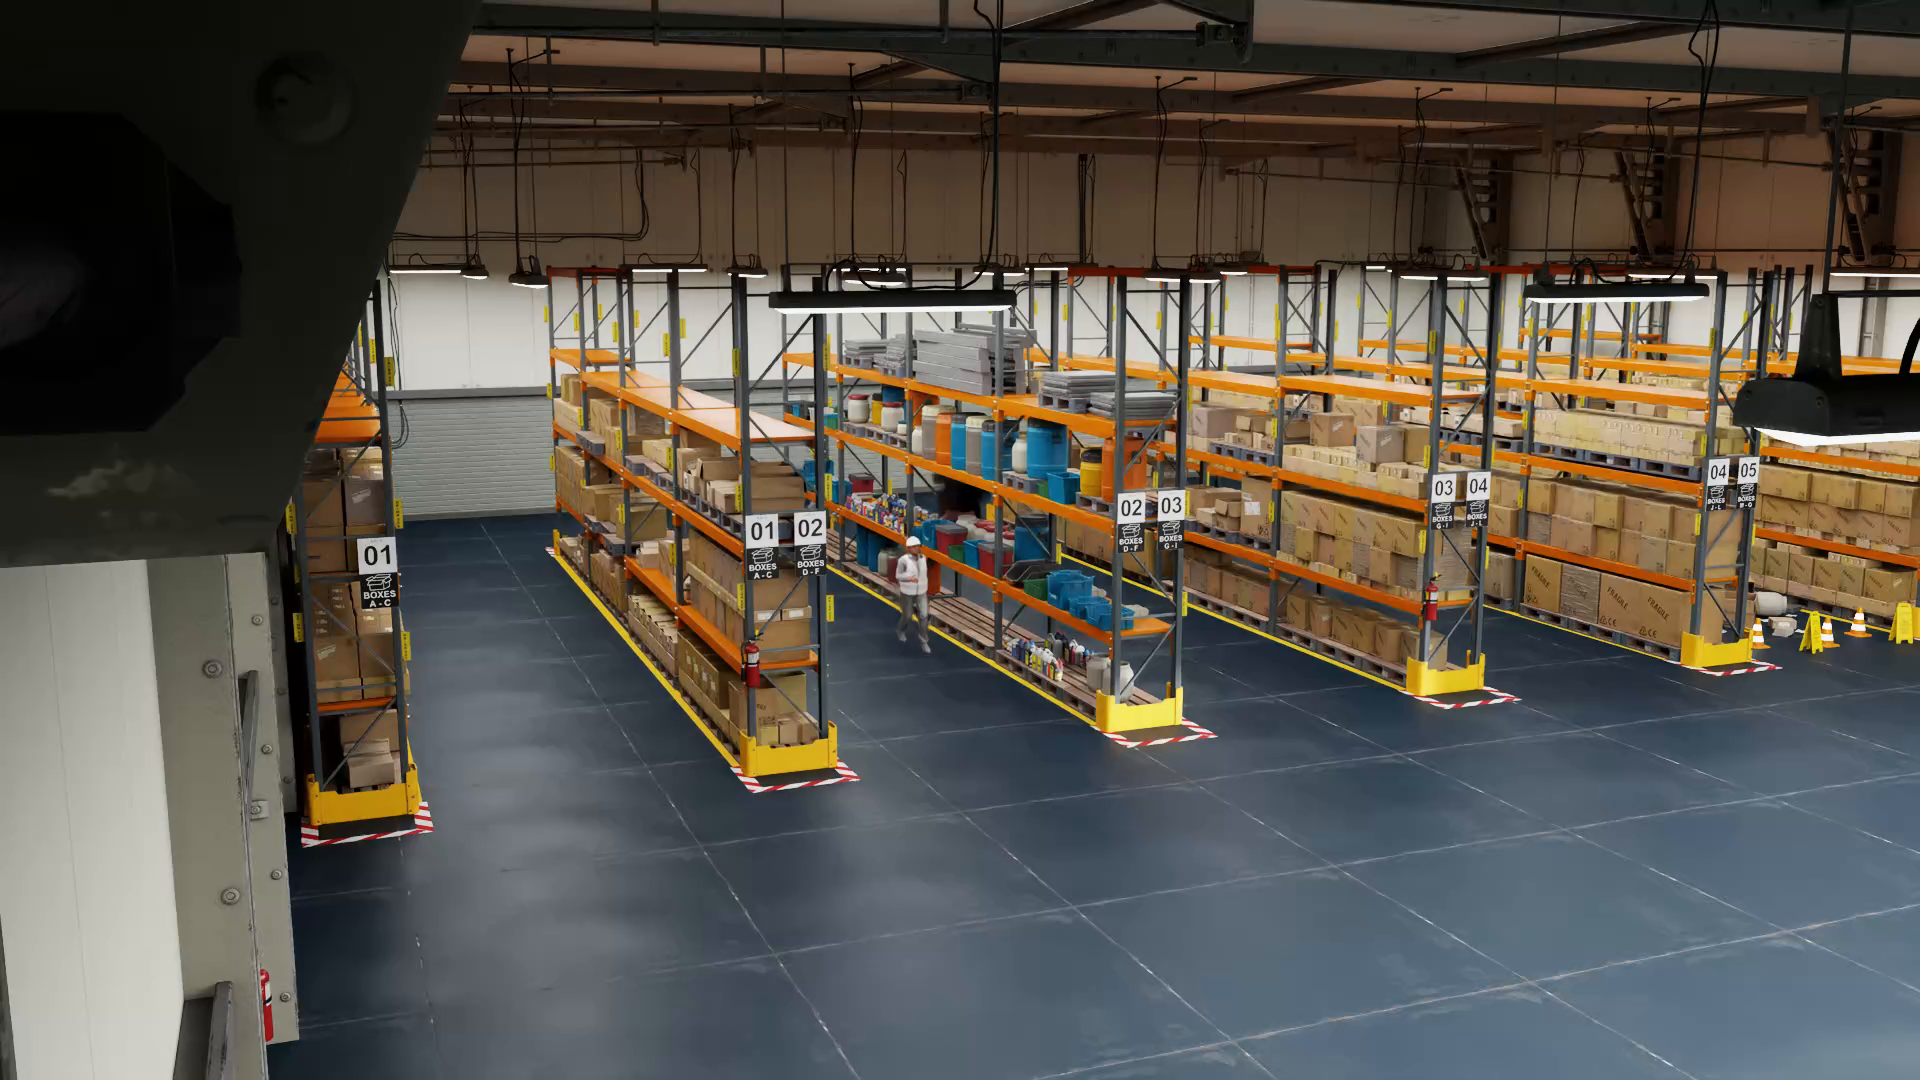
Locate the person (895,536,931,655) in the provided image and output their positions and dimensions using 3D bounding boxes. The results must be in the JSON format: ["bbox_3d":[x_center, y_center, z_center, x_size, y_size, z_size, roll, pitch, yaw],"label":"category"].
[{"bbox_3d":[-0.748,0.826,25.982,0.610,1.805,0.886,-4,11,-21],"label":"person"}]

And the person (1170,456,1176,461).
[{"bbox_3d":[4.904,-1.089,37.903,0.624,1.688,0.834,-2,10,-12],"label":"person"}]

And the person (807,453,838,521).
[{"bbox_3d":[-3.223,-1.280,38.818,0.981,1.754,0.705,-1,10,-8],"label":"person"}]
